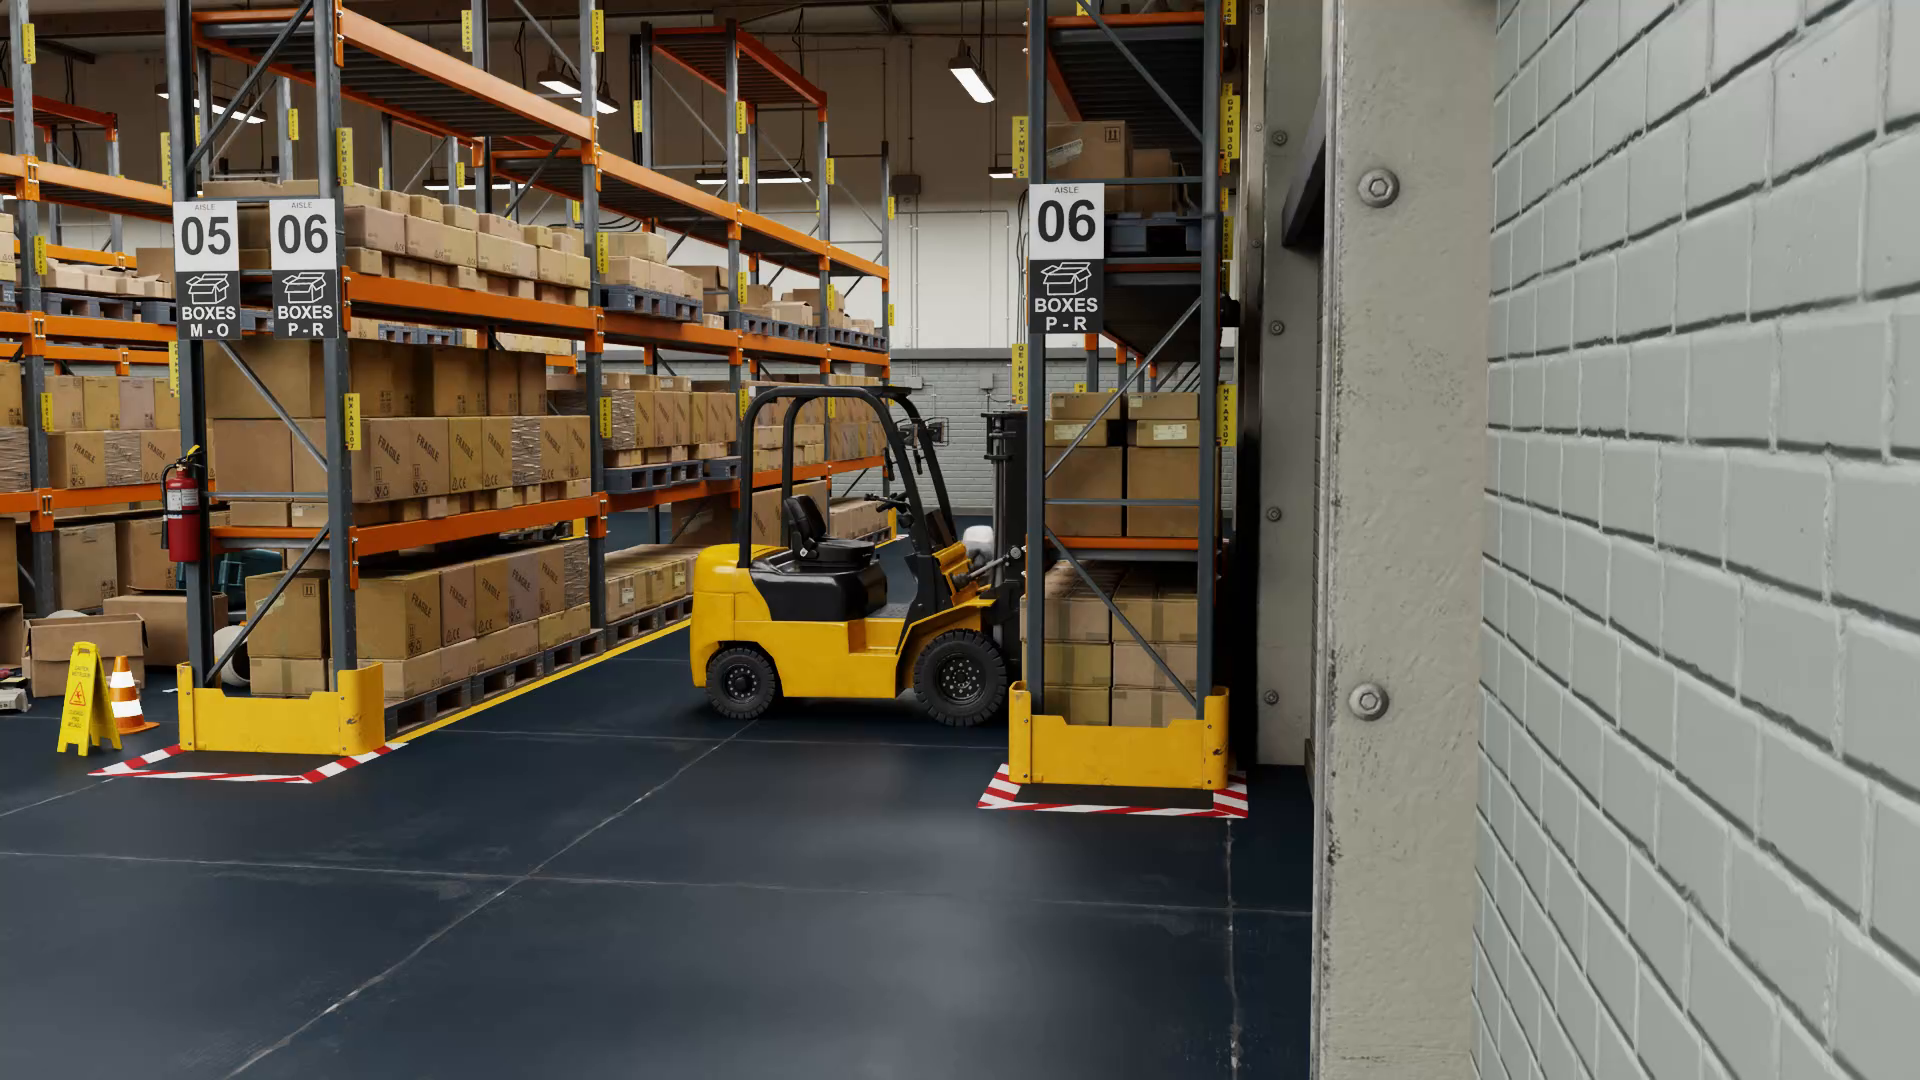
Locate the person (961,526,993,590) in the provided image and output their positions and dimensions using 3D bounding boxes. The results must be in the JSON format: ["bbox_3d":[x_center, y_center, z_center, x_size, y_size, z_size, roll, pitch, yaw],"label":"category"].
[{"bbox_3d":[0.218,0.255,17.212,0.469,0.822,0.898,1,5,6],"label":"person"}]
